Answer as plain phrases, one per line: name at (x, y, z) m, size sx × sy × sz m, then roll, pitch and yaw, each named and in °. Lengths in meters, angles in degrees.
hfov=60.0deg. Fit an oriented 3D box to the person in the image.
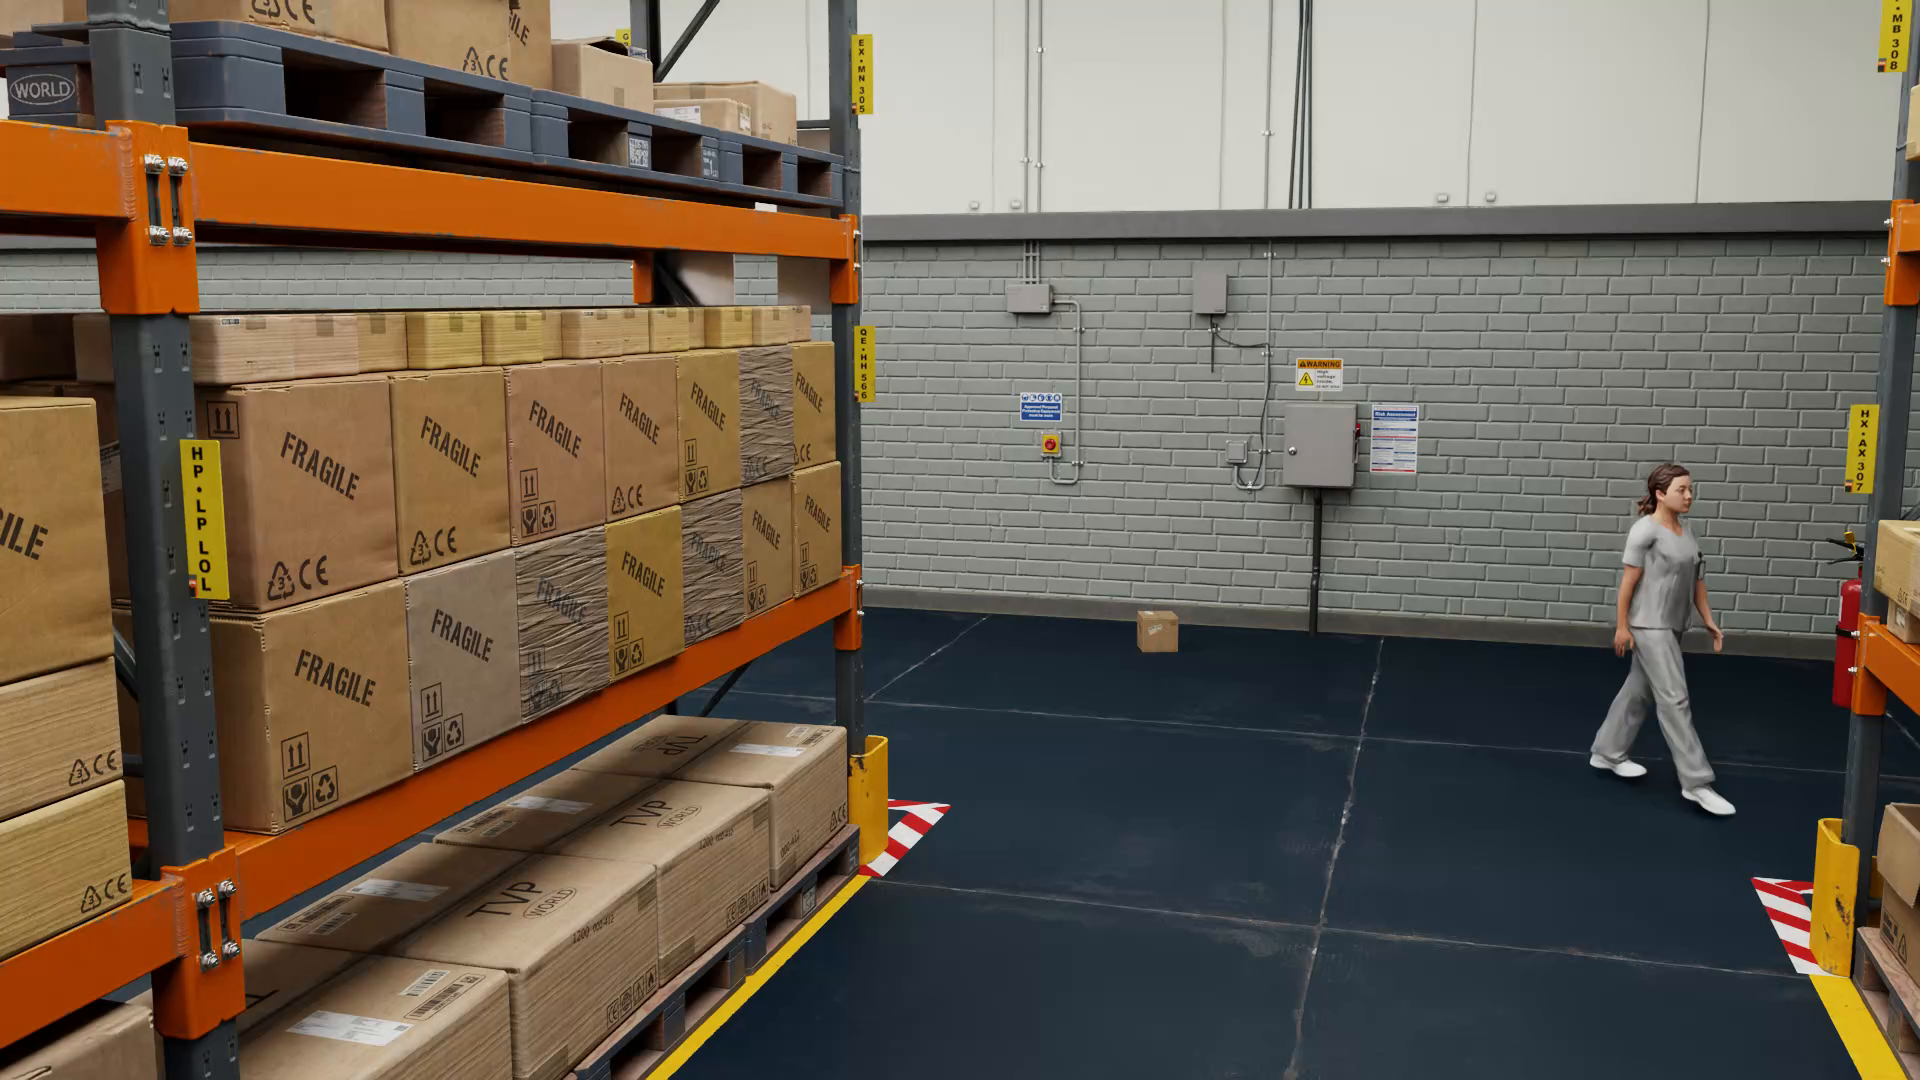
person at (3.605, 0.470, 8.081) m, size 0.455 × 1.663 × 0.765 m, roll -5°, pitch 10°, yaw -30°
